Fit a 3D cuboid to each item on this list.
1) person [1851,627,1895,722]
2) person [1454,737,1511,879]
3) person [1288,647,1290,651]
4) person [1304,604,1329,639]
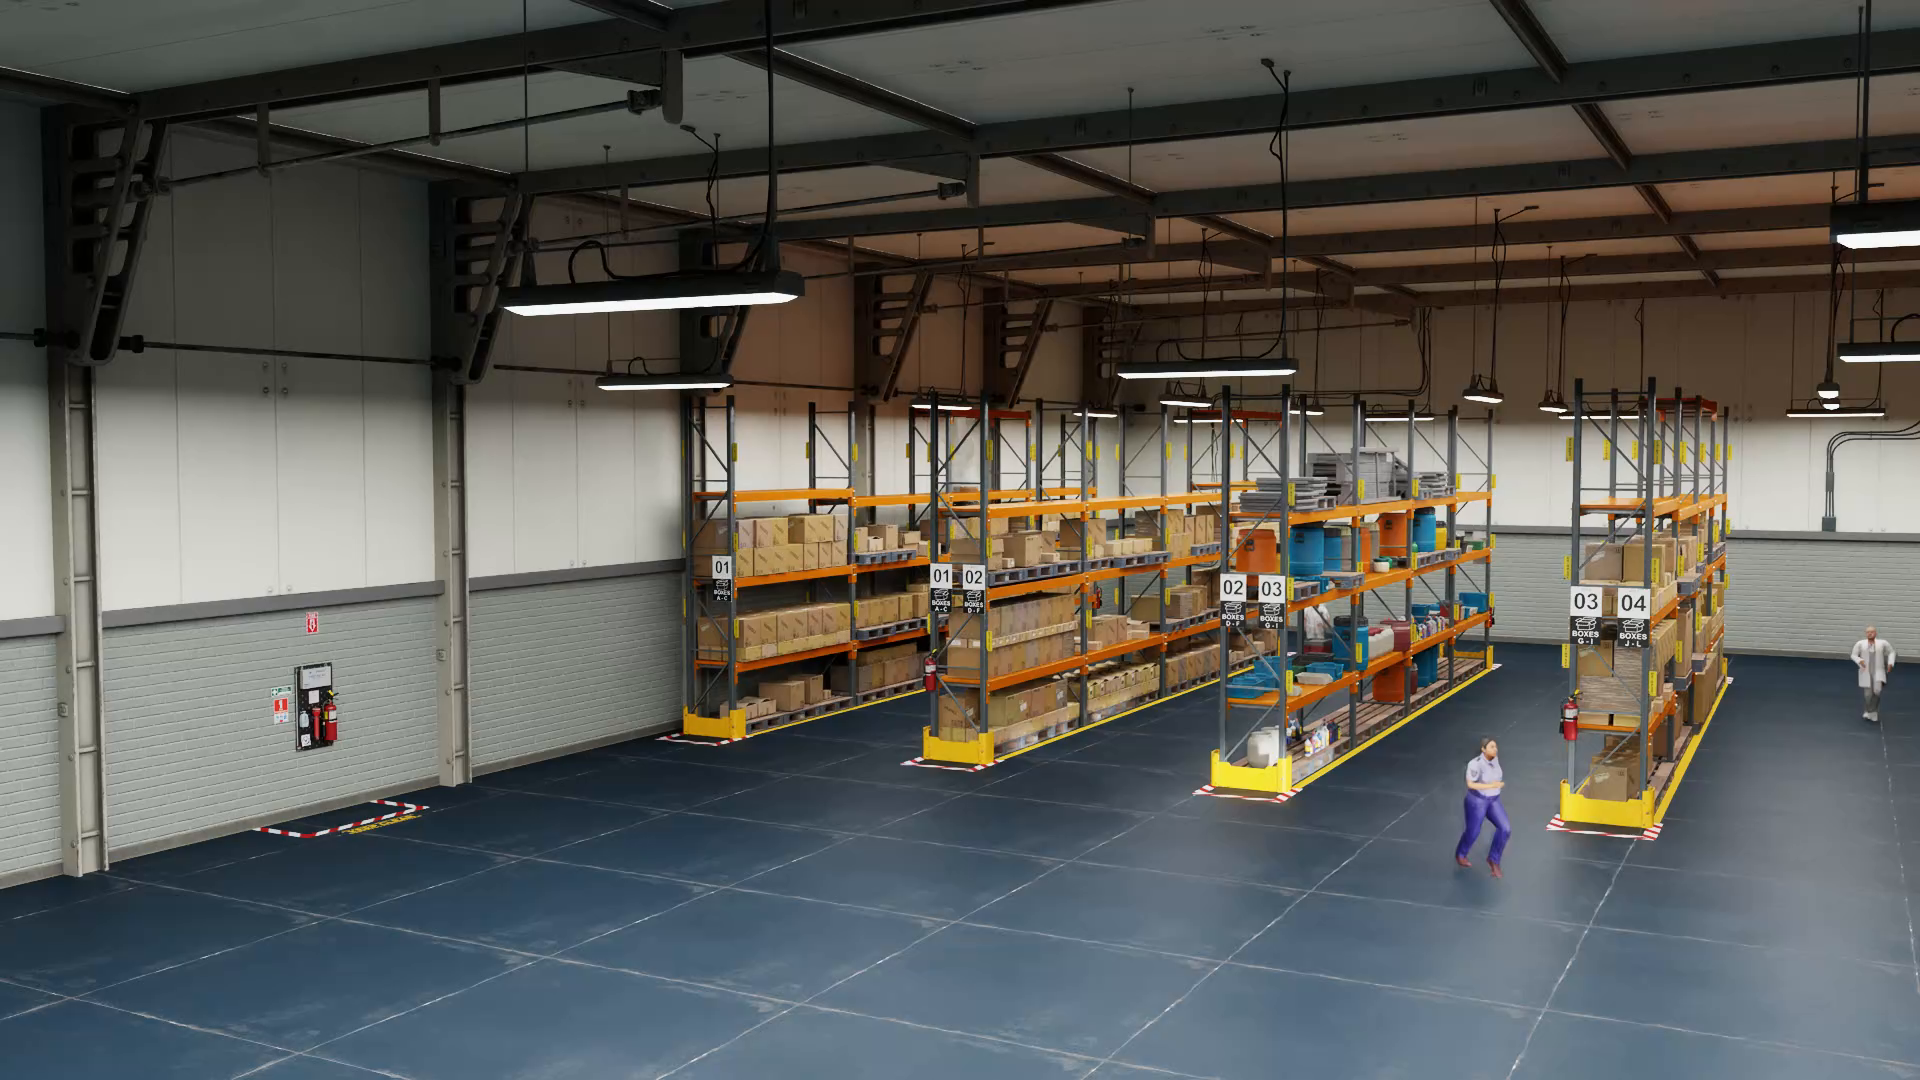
[{"bbox_3d":[17.009,2.512,31.010,0.714,1.751,0.743,2,4,33],"label":"person"},{"bbox_3d":[6.185,3.153,19.718,0.627,1.676,0.820,-1,3,-26],"label":"person"},{"bbox_3d":[8.103,1.890,42.488,0.667,1.817,1.166,-2,4,-33],"label":"person"},{"bbox_3d":[8.154,2.120,38.184,0.633,1.782,0.779,1,3,12],"label":"person"}]
